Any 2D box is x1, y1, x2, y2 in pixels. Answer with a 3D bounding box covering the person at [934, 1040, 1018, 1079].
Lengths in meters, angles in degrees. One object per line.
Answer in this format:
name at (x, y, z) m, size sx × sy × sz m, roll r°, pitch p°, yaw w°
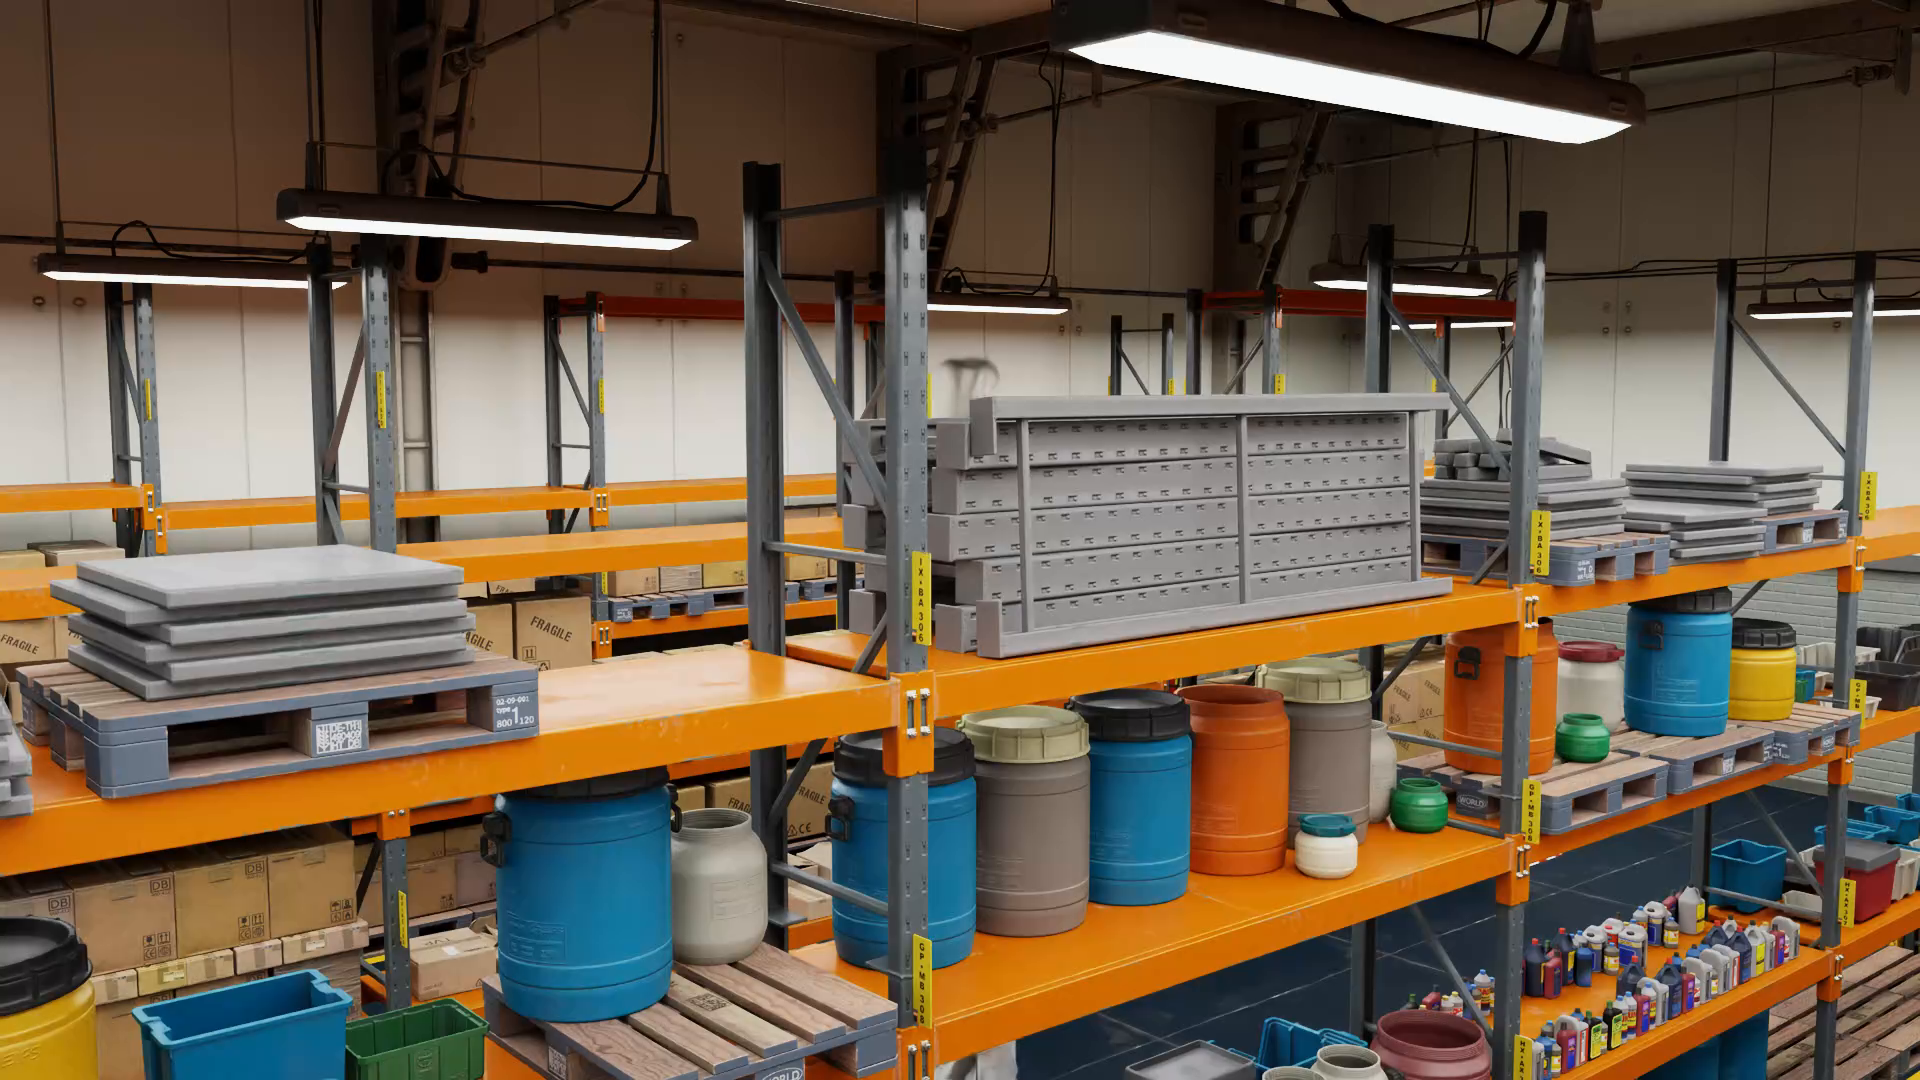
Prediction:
person at (0.104, 3.260, 10.765) m, size 0.671 × 1.706 × 0.954 m, roll 5°, pitch 7°, yaw 41°
